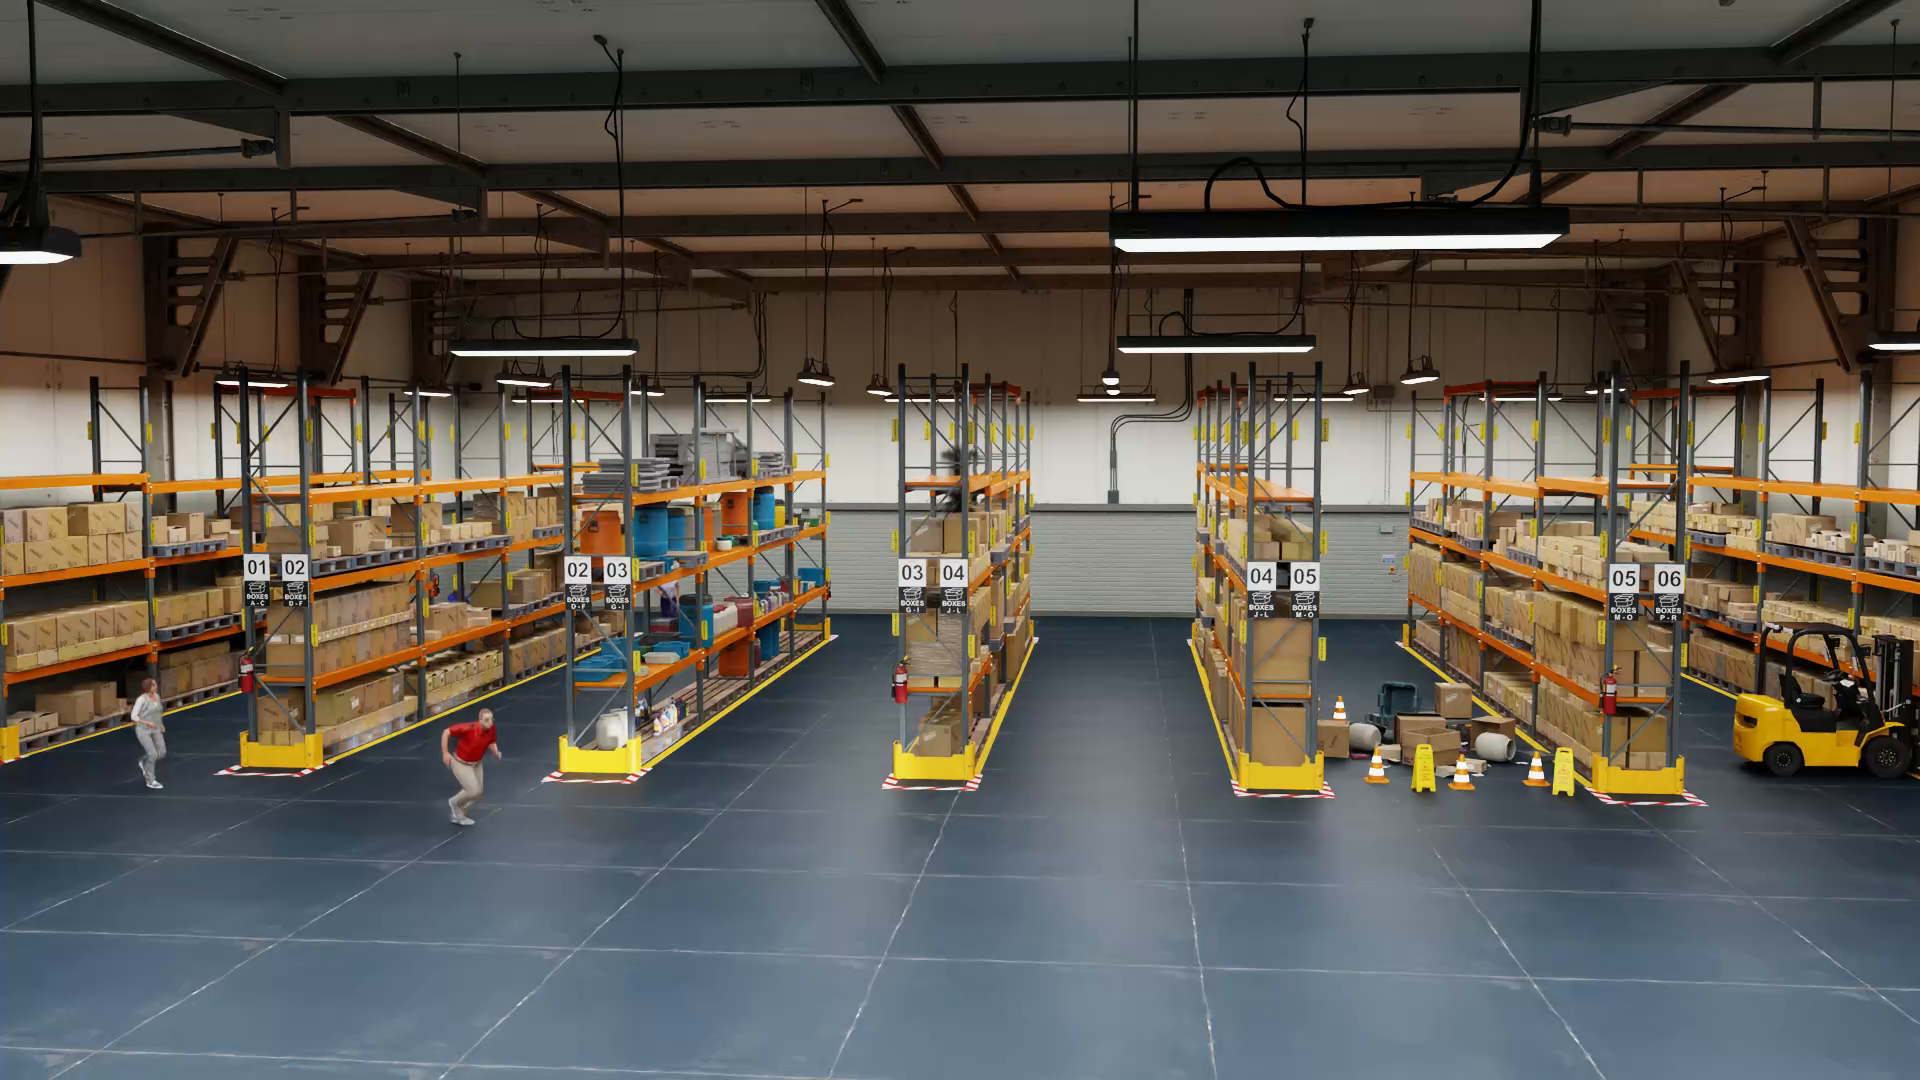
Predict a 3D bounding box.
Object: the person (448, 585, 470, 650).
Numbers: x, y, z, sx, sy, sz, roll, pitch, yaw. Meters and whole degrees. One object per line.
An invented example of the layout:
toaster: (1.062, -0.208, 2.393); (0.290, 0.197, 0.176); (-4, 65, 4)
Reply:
person: (-11.217, 1.804, 37.151); (0.585, 1.690, 0.710); (0, 4, 2)

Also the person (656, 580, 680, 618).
person: (-7.166, 1.564, 40.784); (0.567, 1.707, 0.842); (0, 4, -5)

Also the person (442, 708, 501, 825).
person: (-6.185, 2.881, 21.018); (0.870, 1.547, 0.696); (2, 4, 33)

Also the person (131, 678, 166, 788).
person: (-11.457, 2.725, 23.463); (0.580, 1.570, 0.528); (1, 4, 20)
